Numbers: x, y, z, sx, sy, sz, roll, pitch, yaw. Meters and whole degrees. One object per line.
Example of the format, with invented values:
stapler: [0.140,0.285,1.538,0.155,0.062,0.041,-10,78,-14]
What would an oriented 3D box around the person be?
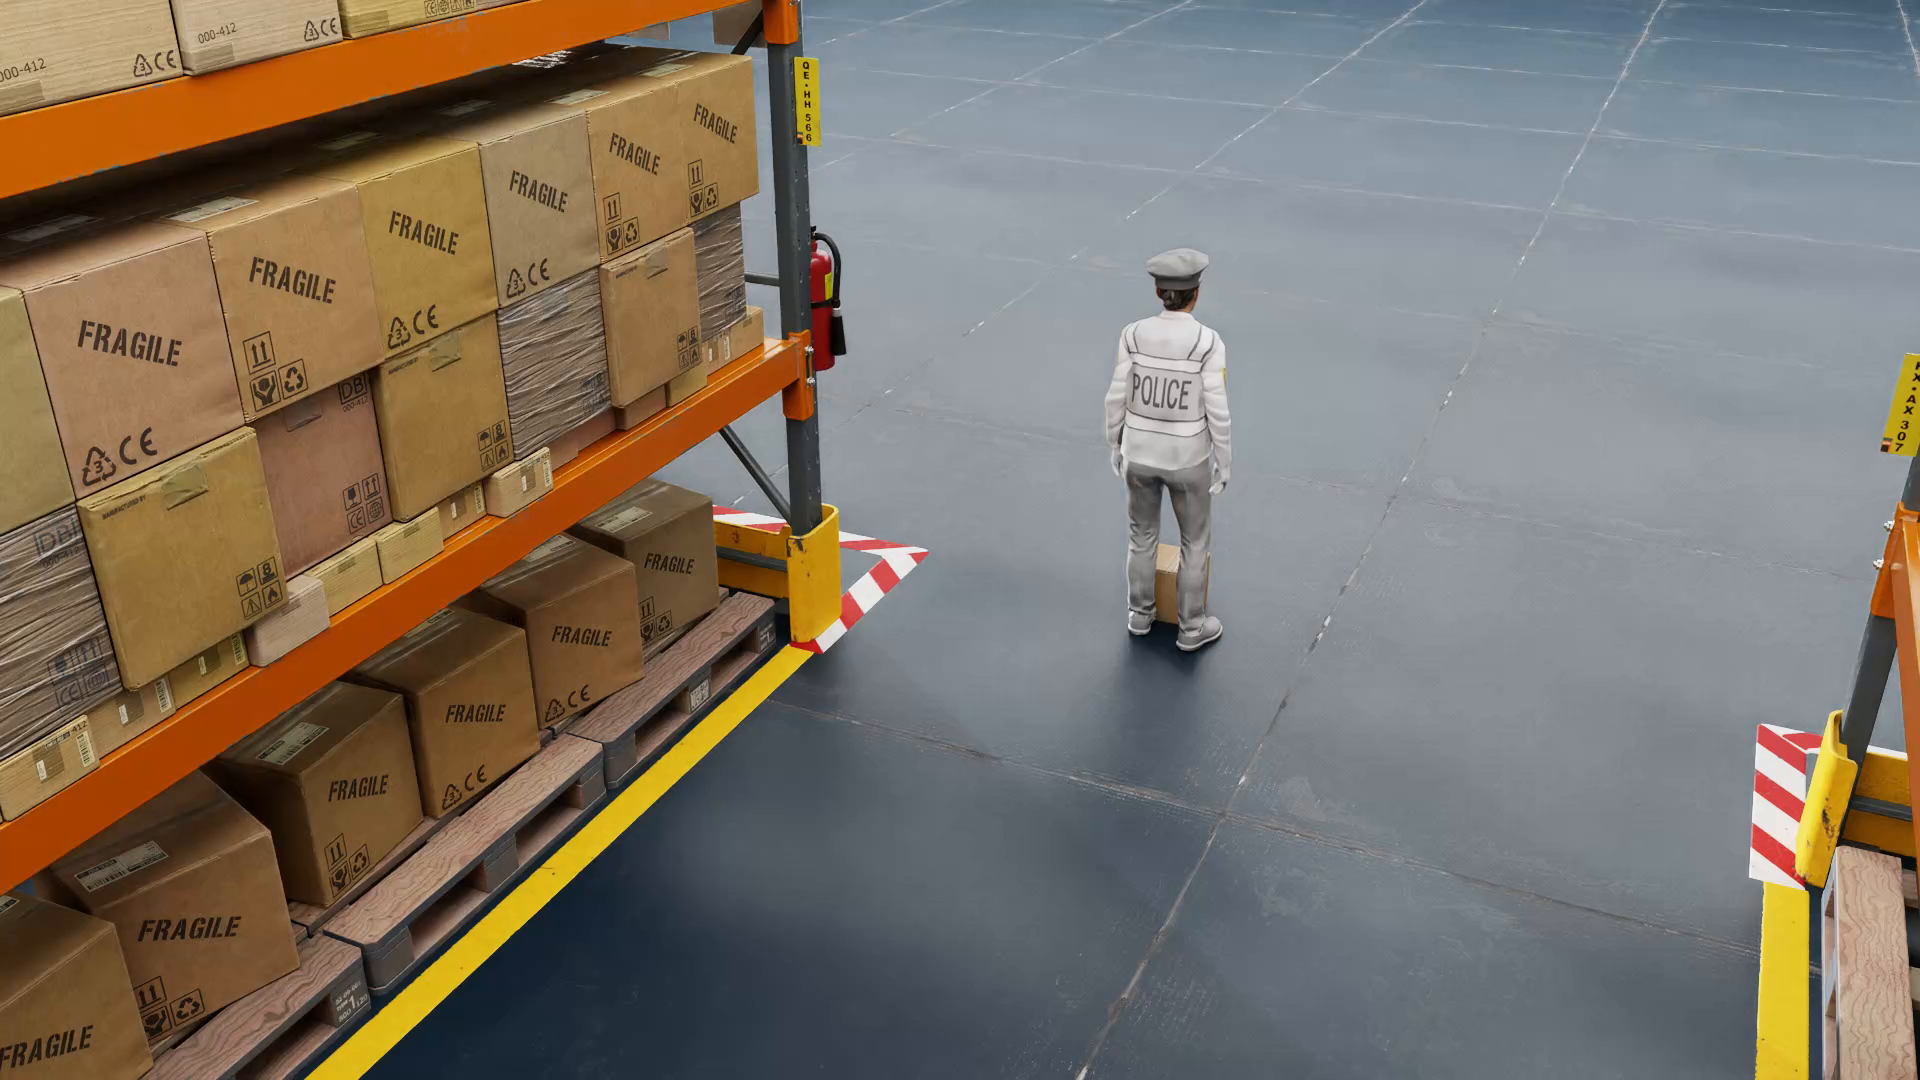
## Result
person: [0.857,-0.344,6.806,0.527,1.663,0.409,11,28,22]
